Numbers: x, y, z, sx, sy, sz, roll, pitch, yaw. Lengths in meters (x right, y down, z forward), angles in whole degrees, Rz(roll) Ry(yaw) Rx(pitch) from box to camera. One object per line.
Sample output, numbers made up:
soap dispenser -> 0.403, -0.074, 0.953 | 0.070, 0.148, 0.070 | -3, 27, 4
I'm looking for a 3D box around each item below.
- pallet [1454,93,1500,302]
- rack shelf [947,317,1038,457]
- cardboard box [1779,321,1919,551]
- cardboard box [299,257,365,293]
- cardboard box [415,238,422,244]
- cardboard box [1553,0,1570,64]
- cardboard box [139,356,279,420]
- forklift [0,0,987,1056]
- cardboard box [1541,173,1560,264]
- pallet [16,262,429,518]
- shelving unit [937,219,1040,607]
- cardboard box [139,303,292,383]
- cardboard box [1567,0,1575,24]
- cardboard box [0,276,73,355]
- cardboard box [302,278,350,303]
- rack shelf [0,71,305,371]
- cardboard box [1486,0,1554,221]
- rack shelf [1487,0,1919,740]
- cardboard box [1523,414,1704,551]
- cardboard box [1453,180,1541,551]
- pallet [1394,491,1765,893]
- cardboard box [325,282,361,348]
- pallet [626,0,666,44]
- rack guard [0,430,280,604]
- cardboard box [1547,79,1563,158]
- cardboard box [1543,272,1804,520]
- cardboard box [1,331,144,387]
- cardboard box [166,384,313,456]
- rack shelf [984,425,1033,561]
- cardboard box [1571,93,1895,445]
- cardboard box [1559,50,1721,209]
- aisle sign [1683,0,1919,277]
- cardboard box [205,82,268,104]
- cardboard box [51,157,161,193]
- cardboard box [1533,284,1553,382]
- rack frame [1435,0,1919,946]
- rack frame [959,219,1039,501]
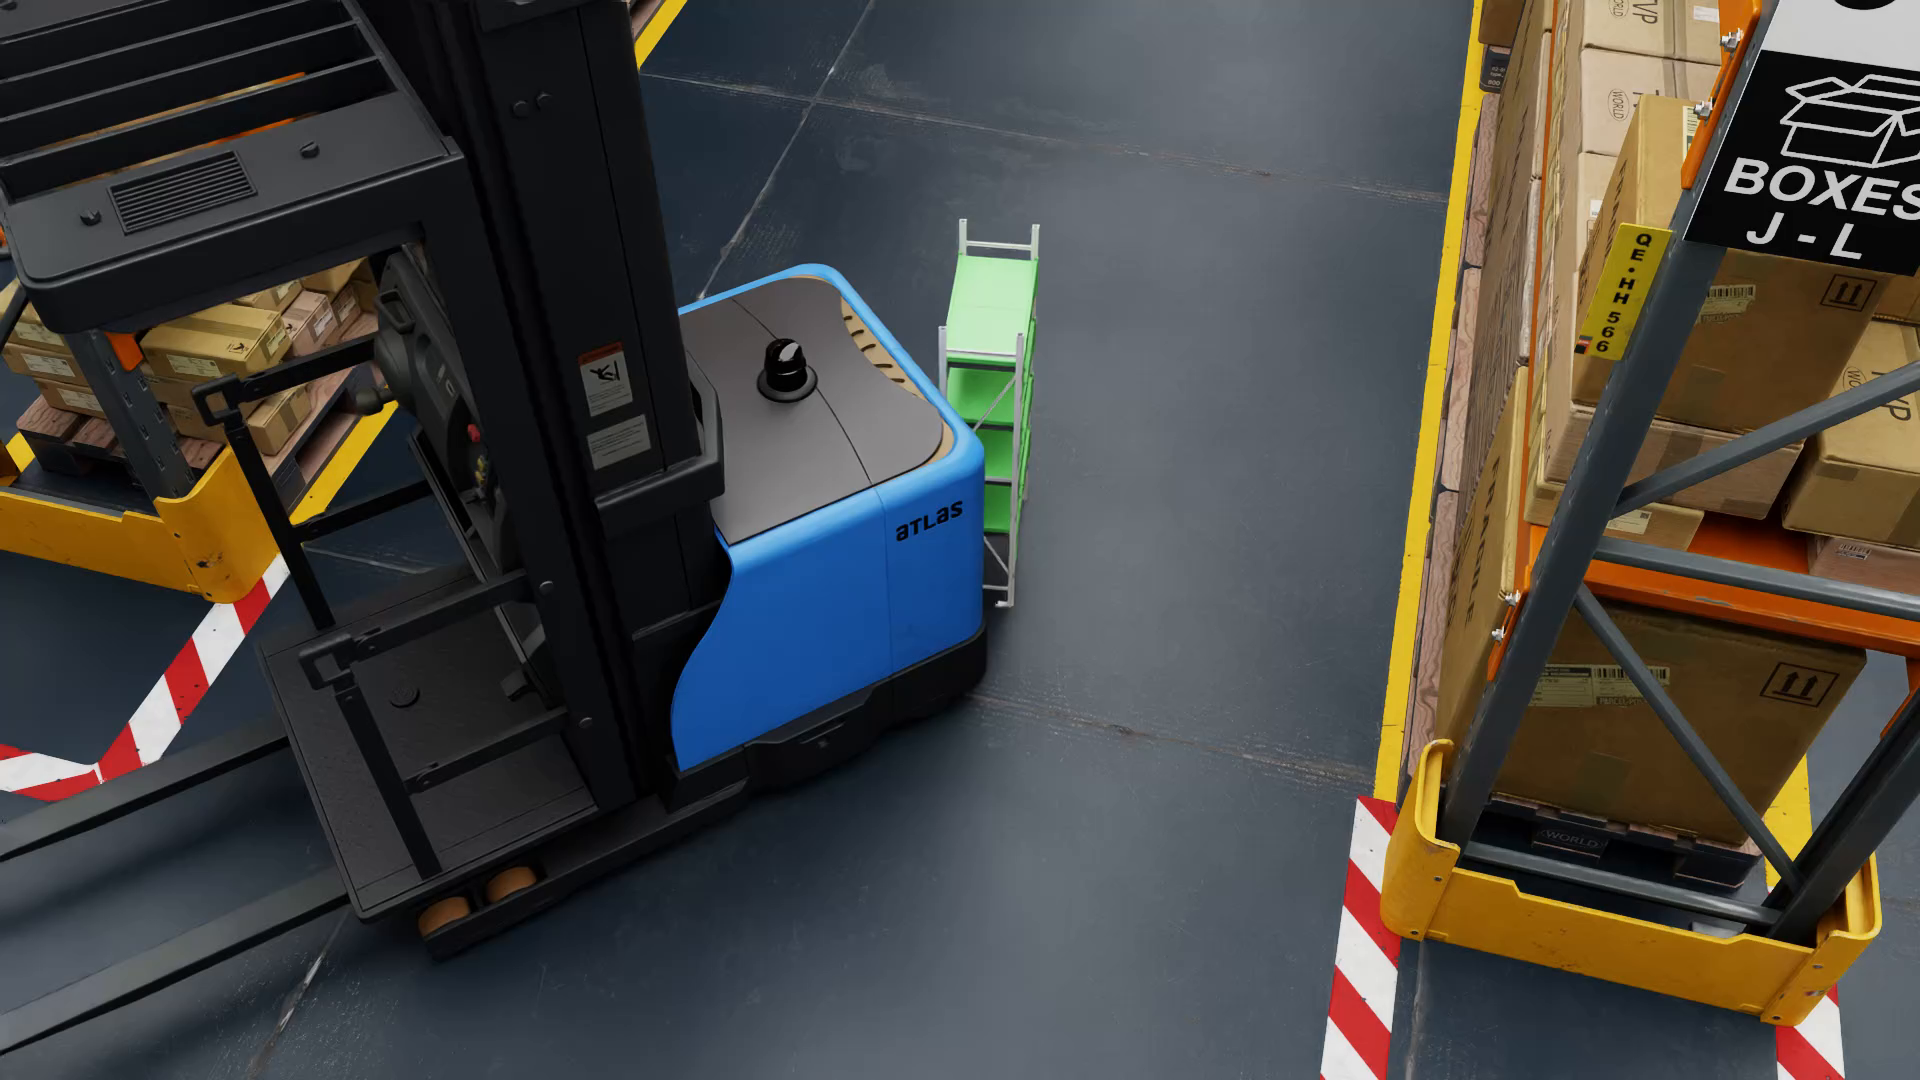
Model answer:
pallet -> 2.589, -1.336, 6.788 | 1.003, 0.211, 1.213 | 12, 50, 10
rack shelf -> 0.089, -0.488, 5.145 | 0.258, 0.148, 0.480 | 5, 49, 4
cardboard box -> 2.198, -0.243, 3.865 | 0.500, 0.250, 0.500 | 10, 49, 9
cardboard box -> -2.335, -1.036, 5.889 | 0.380, 0.149, 0.250 | 11, 50, 10
cardboard box -> -2.303, -1.216, 6.444 | 0.380, 0.149, 0.250 | 12, 50, 10
cardboard box -> 2.125, -1.624, 5.350 | 0.380, 0.149, 0.250 | 12, 50, 10
cardboard box -> -2.561, -0.574, 5.679 | 0.380, 0.149, 0.250 | 13, 50, 12
forklift -> -1.449, -0.259, 4.024 | 3.031, 2.935, 1.130 | -24, 53, -20
cardboard box -> 1.855, -0.878, 4.692 | 0.380, 0.149, 0.250 | 11, 49, 9
pallet -> -2.679, -0.665, 6.196 | 1.003, 0.211, 1.213 | 12, 50, 10
shelving unit -> 0.089, -0.371, 5.277 | 0.258, 1.200, 0.503 | 5, 49, 4
cardboard box -> -2.481, -0.656, 5.553 | 0.380, 0.149, 0.250 | 10, 49, 8
cardboard box -> 2.221, -1.819, 5.257 | 0.500, 0.250, 0.500 | 13, 50, 11
cardboard box -> -3.052, -0.777, 5.660 | 0.380, 0.149, 0.250 | 12, 50, 10
cardboard box -> -2.456, -0.956, 6.016 | 0.380, 0.149, 0.250 | 12, 50, 11
rack shelf -> -2.420, -2.160, 6.136 | 1.077, 0.370, 4.000 | 12, 50, 10
cardboard box -> 2.614, -1.767, 6.446 | 0.875, 0.875, 0.875 | 12, 50, 10
rack shelf -> 2.338, -1.109, 5.207 | 1.077, 0.370, 4.000 | 12, 50, 10
cardboard box -> 1.588, -0.139, 4.040 | 0.380, 0.149, 0.250 | 12, 50, 11
cardboard box -> 2.142, -0.473, 5.304 | 0.875, 0.875, 0.875 | 12, 50, 10
pallet -> 1.947, 0.429, 5.231 | 1.003, 0.211, 1.213 | 12, 50, 10
cardboard box -> -2.451, -0.850, 6.121 | 0.380, 0.149, 0.250 | 12, 50, 10
pallet -> -2.037, -2.430, 7.753 | 1.003, 0.211, 1.213 | 12, 50, 10
rack guard -> -2.927, -0.180, 5.575 | 1.175, 0.500, 0.348 | 12, 50, 10
cardboard box -> 1.990, -1.245, 5.016 | 0.380, 0.149, 0.250 | 12, 50, 11
cardboard box -> 1.683, -0.352, 3.961 | 0.500, 0.250, 0.500 | 11, 49, 9
cardboard box -> -3.083, -0.684, 5.776 | 0.380, 0.149, 0.250 | 10, 49, 9
cardboard box -> -2.500, -0.463, 5.780 | 0.380, 0.149, 0.250 | 12, 50, 11
rack shelf -> 0.089, -0.170, 5.505 | 0.258, 0.148, 0.480 | 5, 49, 4
cardboard box -> 1.686, -0.601, 3.681 | 0.500, 0.500, 0.500 | 12, 50, 10
cardboard box -> 1.951, -1.087, 4.610 | 0.500, 0.250, 0.500 | 10, 49, 9
aisle sign -> 1.503, -0.767, 2.693 | 0.394, 0.787, 0.004 | 12, 50, 10
cardboard box -> -2.396, -1.415, 5.165 | 0.380, 0.149, 0.250 | 10, 49, 9
cardboard box -> -2.545, -1.038, 4.833 | 0.380, 0.149, 0.250 | 11, 50, 10
cardboard box -> 1.722, -0.510, 4.367 | 0.380, 0.149, 0.250 | 12, 50, 10
rack frame -> 1.812, 0.100, 3.661 | 1.000, 3.000, 0.127 | 12, 50, 10
rack frame -> 0.118, -0.553, 5.438 | 0.240, 1.200, 0.015 | 5, 49, 4
